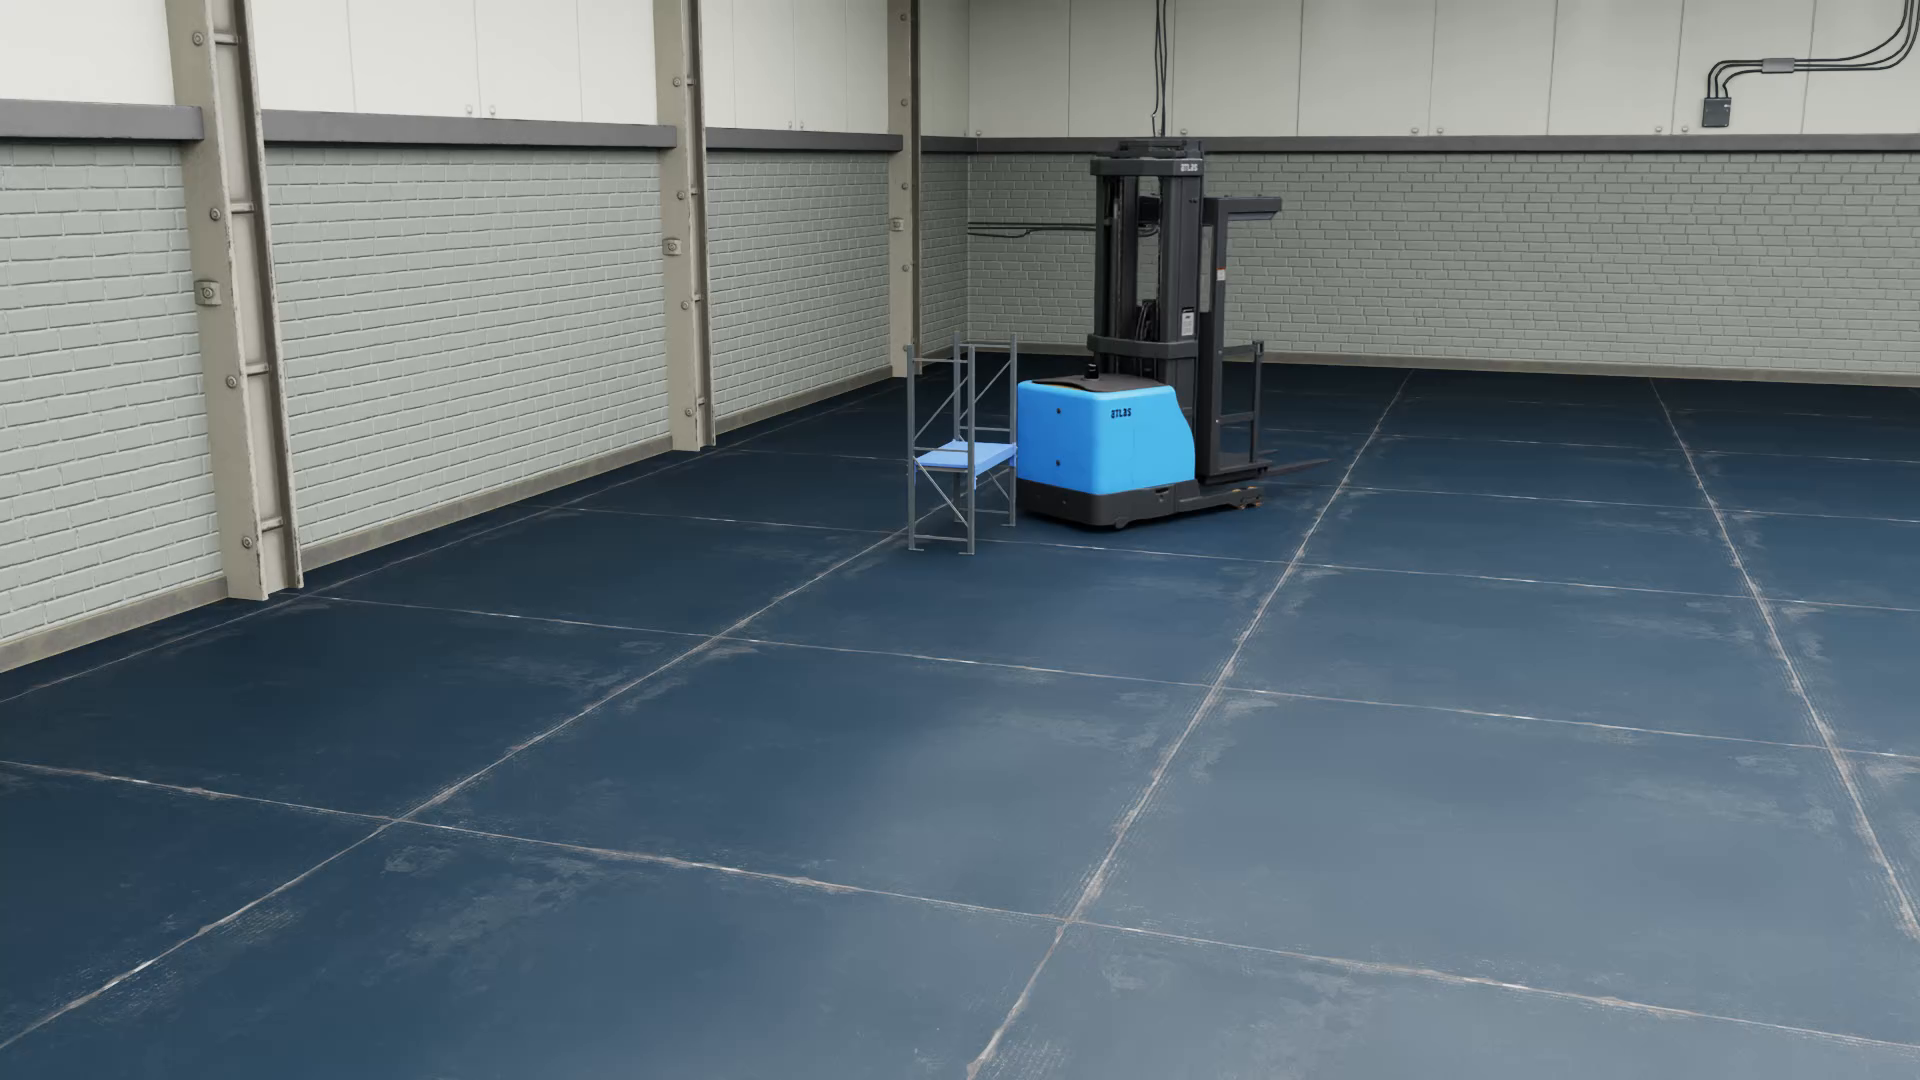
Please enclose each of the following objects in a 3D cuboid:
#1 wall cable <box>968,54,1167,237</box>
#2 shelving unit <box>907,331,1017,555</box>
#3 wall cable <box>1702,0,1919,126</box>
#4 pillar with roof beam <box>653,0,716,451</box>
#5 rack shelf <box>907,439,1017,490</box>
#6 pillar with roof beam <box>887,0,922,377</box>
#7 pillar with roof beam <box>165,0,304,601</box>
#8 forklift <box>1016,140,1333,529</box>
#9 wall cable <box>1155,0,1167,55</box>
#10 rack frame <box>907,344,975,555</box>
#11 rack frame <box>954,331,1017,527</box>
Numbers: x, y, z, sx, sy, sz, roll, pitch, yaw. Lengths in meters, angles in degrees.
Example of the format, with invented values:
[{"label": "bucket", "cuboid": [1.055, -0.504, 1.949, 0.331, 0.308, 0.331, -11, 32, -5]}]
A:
[{"label": "wall cable", "cuboid": [1.491, -5.585, 23.711, 3.097, 2.526, 0.112, 4, 14, 18]}, {"label": "shelving unit", "cuboid": [0.028, -0.749, 12.400, 0.538, 1.500, 1.048, 4, 14, 18]}, {"label": "wall cable", "cuboid": [10.469, -8.070, 19.978, 2.305, 6.003, 0.169, 4, 14, 18]}, {"label": "pillar with roof beam", "cuboid": [1.419, -5.000, 14.172, 9.100, 9.000, 0.400, 4, 14, 18]}, {"label": "rack shelf", "cuboid": [0.028, -0.574, 12.440, 0.538, 0.185, 1.000, 4, 14, 18]}, {"label": "pillar with roof beam", "cuboid": [3.360, -6.263, 19.707, 9.100, 9.000, 0.400, 4, 14, 18]}, {"label": "pillar with roof beam", "cuboid": [-0.523, -3.737, 8.637, 9.100, 9.000, 0.400, 4, 14, 18]}, {"label": "forklift", "cuboid": [1.891, -1.760, 13.612, 3.031, 2.935, 1.130, -10, 16, -38]}, {"label": "wall cable", "cuboid": [4.051, -7.852, 22.296, 3.097, 2.526, 0.112, 4, 14, 18]}, {"label": "rack frame", "cuboid": [-0.137, -0.642, 11.931, 0.500, 1.500, 0.032, 4, 14, 18]}, {"label": "rack frame", "cuboid": [0.192, -0.856, 12.869, 0.500, 1.500, 0.032, 4, 14, 18]}]
